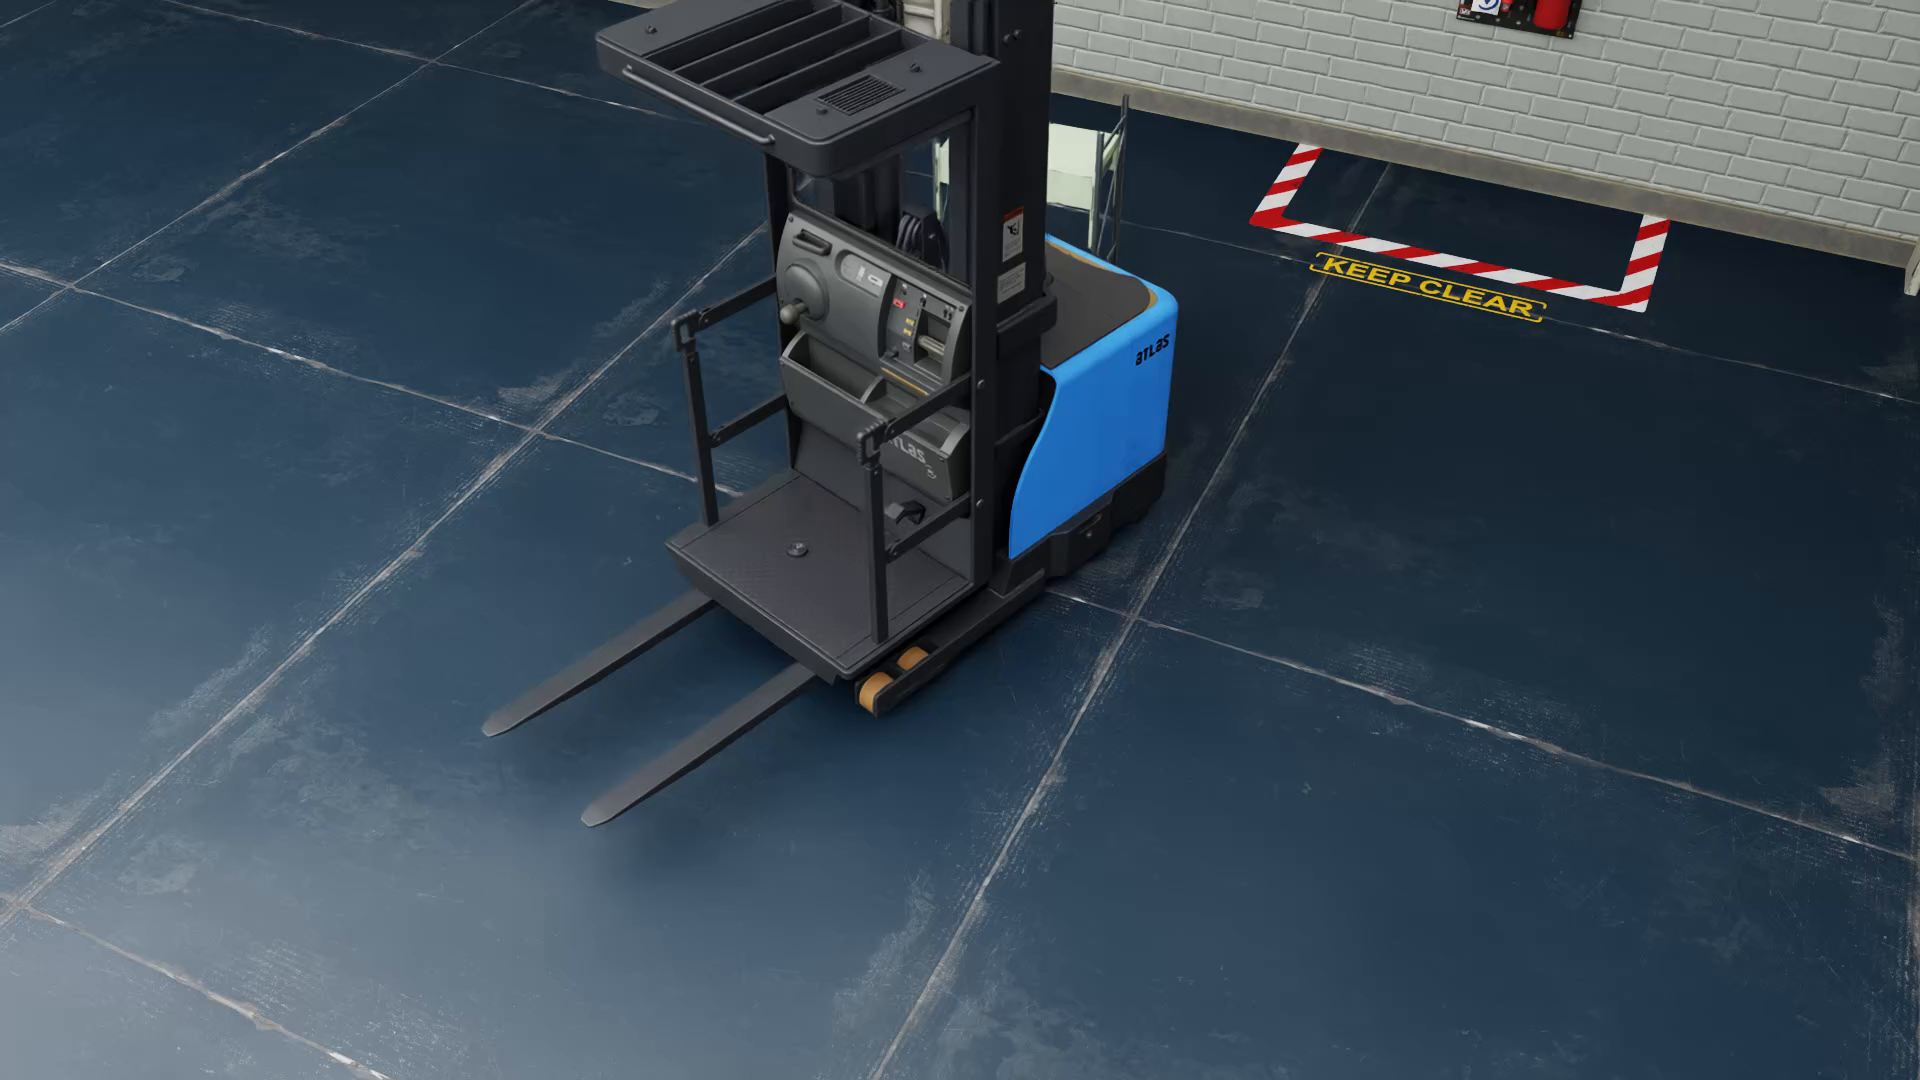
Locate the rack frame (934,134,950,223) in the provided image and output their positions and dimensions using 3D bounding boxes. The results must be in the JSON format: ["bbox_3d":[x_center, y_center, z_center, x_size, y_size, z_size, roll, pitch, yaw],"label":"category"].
[{"bbox_3d":[-0.033,-1.412,7.734,0.023,1.500,0.400,14,43,16],"label":"rack frame"}]

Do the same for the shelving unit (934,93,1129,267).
[{"bbox_3d":[0.309,-1.327,7.636,0.755,1.500,0.431,14,43,16],"label":"shelving unit"}]

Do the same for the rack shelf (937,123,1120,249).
[{"bbox_3d":[0.309,-1.622,7.380,0.720,0.370,0.431,14,43,16],"label":"rack shelf"}]

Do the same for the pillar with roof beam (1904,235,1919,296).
[{"bbox_3d":[3.392,-2.179,2.893,0.400,9.000,9.100,17,44,19],"label":"pillar with roof beam"}]

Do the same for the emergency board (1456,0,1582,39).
[{"bbox_3d":[2.989,-3.174,8.622,0.643,1.169,0.194,17,44,19],"label":"emergency board"}]

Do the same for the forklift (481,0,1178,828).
[{"bbox_3d":[-0.476,-0.810,5.946,1.130,2.935,3.031,32,50,32],"label":"forklift"}]

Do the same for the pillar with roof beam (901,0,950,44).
[{"bbox_3d":[-2.045,-3.840,4.810,0.400,9.000,9.100,17,44,19],"label":"pillar with roof beam"}]

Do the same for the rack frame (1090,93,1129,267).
[{"bbox_3d":[0.651,-1.241,7.537,0.023,1.500,0.400,14,43,16],"label":"rack frame"}]

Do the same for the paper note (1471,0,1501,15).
[{"bbox_3d":[2.858,-2.931,9.014,0.142,0.148,0.016,17,44,19],"label":"paper note"}]
